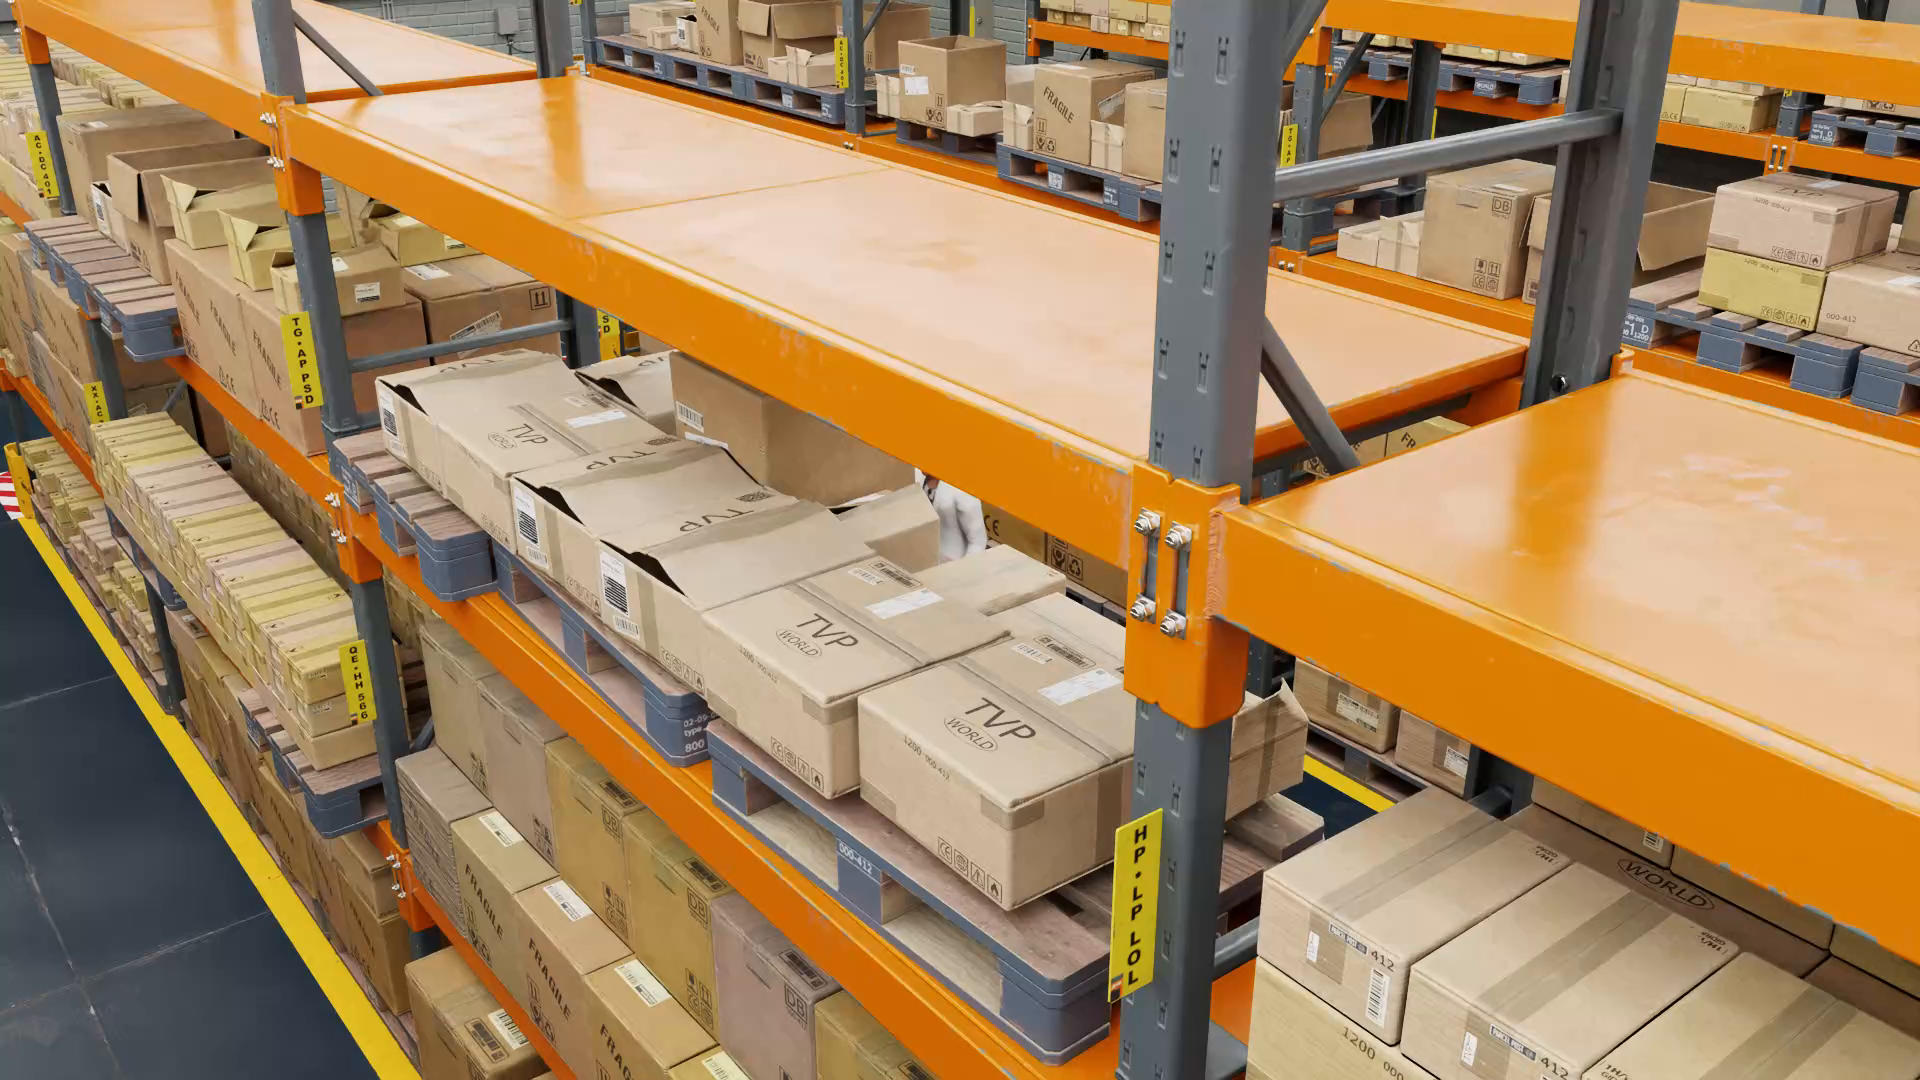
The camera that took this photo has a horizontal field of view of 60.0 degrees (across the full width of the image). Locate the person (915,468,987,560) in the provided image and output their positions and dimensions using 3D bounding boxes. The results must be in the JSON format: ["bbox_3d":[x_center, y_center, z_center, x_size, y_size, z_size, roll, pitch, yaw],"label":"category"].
[{"bbox_3d":[-0.118,0.183,9.558,0.429,1.773,0.649,-20,31,-37],"label":"person"}]
